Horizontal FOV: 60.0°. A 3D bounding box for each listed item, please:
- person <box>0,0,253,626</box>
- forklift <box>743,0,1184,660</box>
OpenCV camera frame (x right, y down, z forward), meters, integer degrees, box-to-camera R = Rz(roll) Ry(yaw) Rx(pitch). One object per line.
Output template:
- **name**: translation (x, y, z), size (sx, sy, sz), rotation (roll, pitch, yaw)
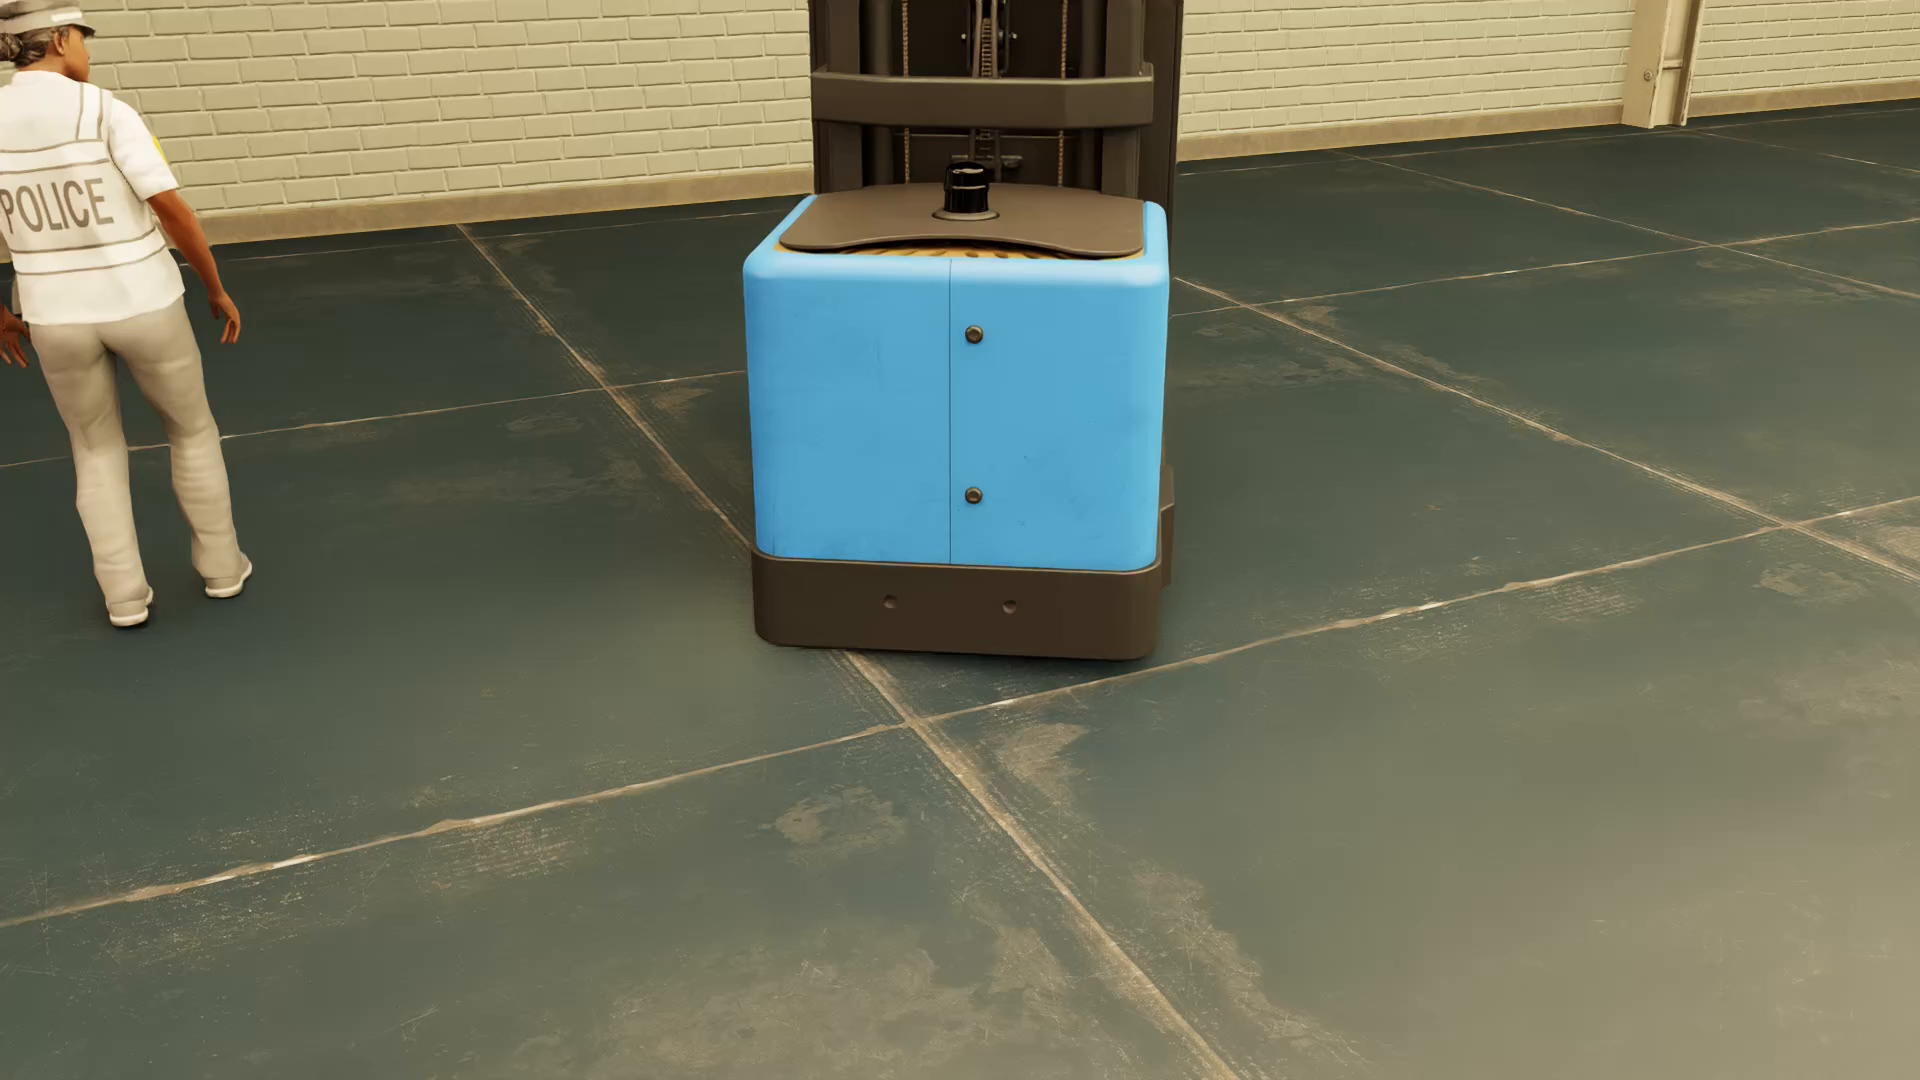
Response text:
- **person**: translation (-2.240, -0.595, 4.398), size (0.627, 1.646, 0.457), rotation (-5, 23, -12)
- **forklift**: translation (0.128, -1.578, 5.084), size (1.130, 2.935, 3.031), rotation (2, 23, 5)
